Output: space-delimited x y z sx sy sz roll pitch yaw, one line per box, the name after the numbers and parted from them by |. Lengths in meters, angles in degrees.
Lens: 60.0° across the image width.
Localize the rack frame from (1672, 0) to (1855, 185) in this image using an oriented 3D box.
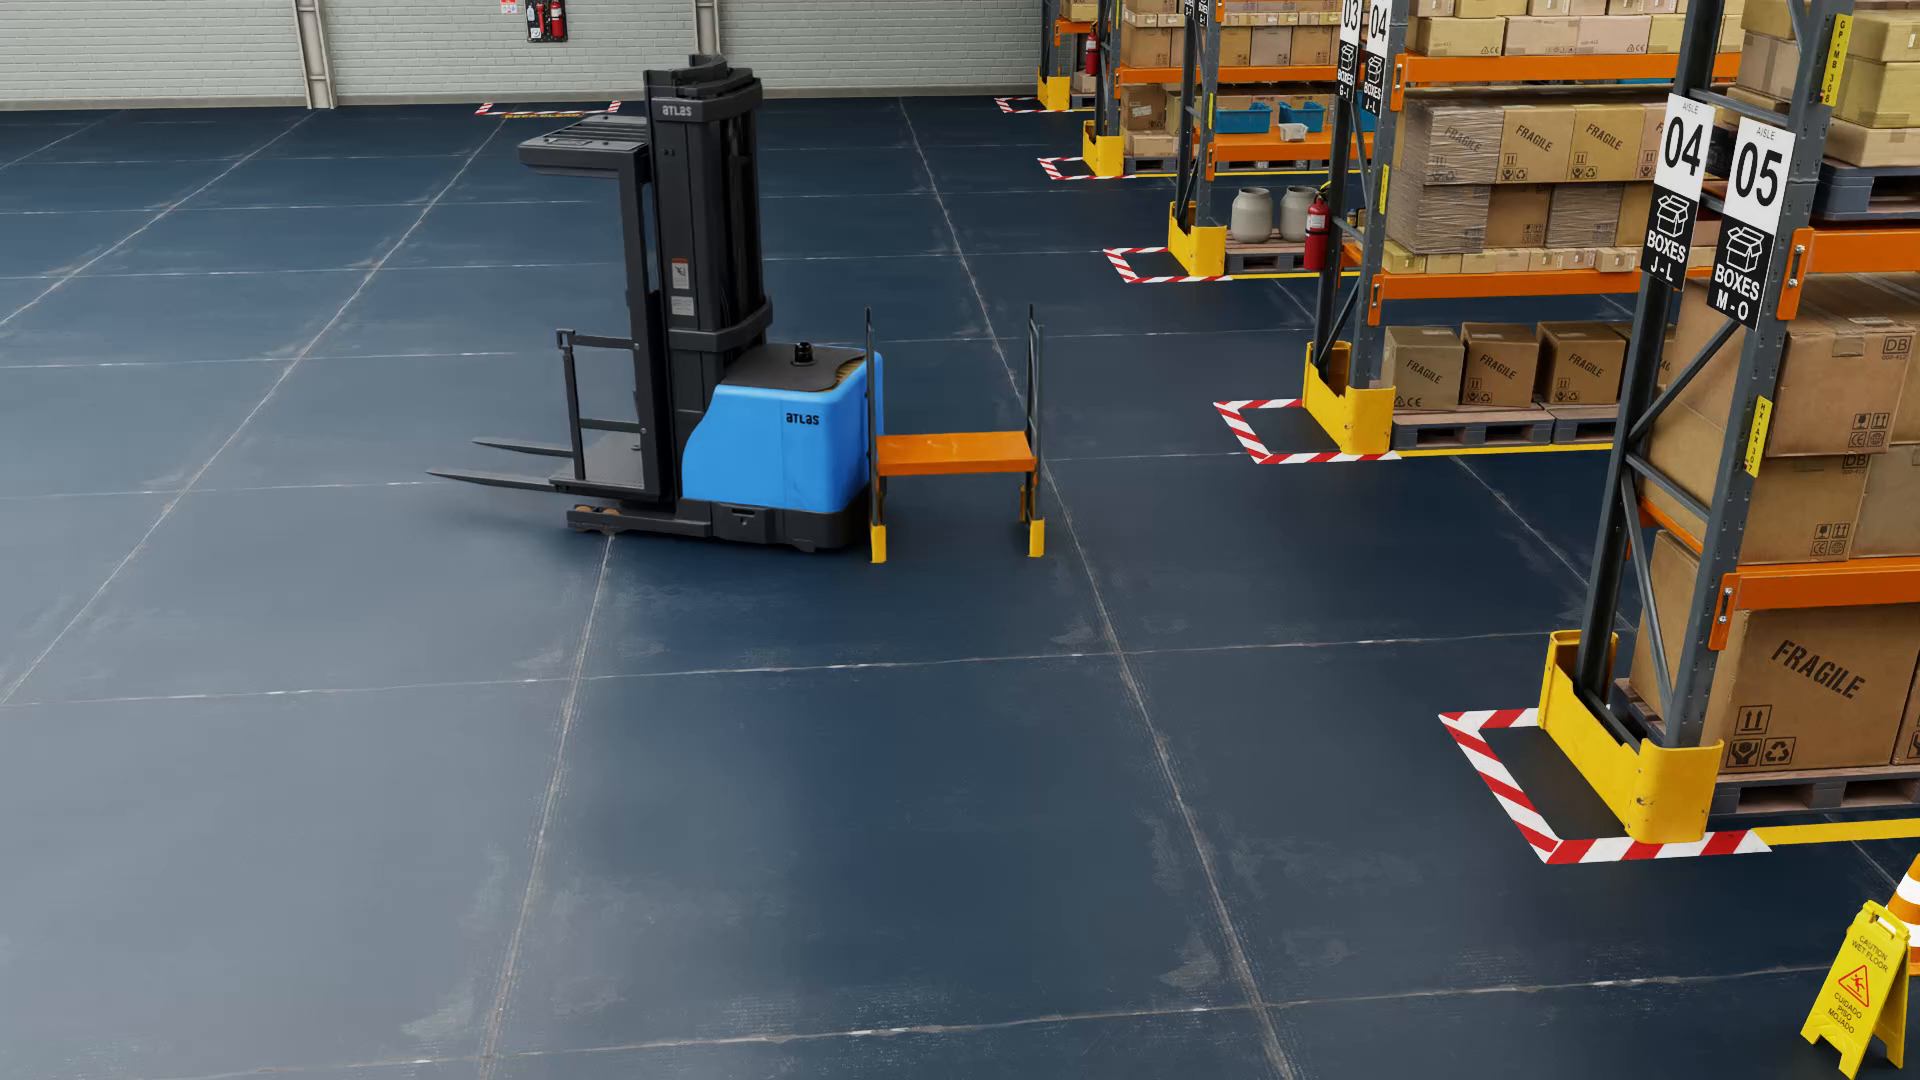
3.238 -2.960 6.330 0.127 3.000 1.000 -2 24 -5 | rack frame

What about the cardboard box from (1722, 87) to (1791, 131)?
3.536 -1.862 7.223 0.250 0.149 0.380 -2 24 -5 | cardboard box

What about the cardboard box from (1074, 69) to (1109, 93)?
2.088 -7.197 26.018 0.500 0.311 0.500 -5 24 -11 | cardboard box

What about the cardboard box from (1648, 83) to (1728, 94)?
5.364 -3.070 12.244 0.500 0.500 0.500 -2 24 -5 | cardboard box

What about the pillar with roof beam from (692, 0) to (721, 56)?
-3.545 -9.373 20.759 0.400 9.000 9.100 -2 24 -5 | pillar with roof beam

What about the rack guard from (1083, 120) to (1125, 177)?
1.858 -5.088 21.582 0.348 0.500 1.175 -2 24 -5 | rack guard

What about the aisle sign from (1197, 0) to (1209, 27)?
2.322 -5.296 15.771 0.004 0.787 0.394 -2 24 -5 | aisle sign

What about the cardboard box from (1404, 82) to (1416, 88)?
7.123 -7.533 26.541 0.500 0.500 0.700 -2 24 -5 | cardboard box

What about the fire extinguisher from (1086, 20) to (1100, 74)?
1.718 -6.379 21.504 0.183 0.674 0.296 -2 24 -5 | fire extinguisher

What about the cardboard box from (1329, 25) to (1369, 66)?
4.897 -6.393 21.317 0.500 0.500 0.700 -3 24 -6 | cardboard box

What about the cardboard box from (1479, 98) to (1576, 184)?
3.924 -2.795 11.624 0.500 0.500 0.500 -2 24 -5 | cardboard box

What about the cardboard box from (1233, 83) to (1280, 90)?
3.877 -5.717 21.863 0.500 0.500 0.500 -2 24 -5 | cardboard box

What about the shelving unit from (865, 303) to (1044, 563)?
-0.033 -0.675 10.423 1.083 1.500 0.587 -2 24 -5 | shelving unit

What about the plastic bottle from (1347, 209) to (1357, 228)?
4.149 -3.402 17.615 0.097 0.201 0.097 0 24 0 | plastic bottle

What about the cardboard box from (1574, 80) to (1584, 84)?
10.097 -7.739 26.598 0.750 0.750 0.750 -3 24 -6 | cardboard box

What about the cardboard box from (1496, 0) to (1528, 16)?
3.655 -3.660 11.293 0.250 0.149 0.380 -3 24 -6 | cardboard box

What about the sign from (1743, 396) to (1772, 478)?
3.287 -0.426 6.851 0.005 0.325 0.100 -2 24 -5 | sign

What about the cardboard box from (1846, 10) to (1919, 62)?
3.602 -1.961 6.463 0.250 0.149 0.380 -2 24 -5 | cardboard box

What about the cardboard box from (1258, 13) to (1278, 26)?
3.823 -6.563 20.902 0.250 0.149 0.380 -2 24 -5 | cardboard box

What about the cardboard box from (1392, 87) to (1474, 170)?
3.374 -2.988 12.058 0.500 0.500 0.500 -2 24 -5 | cardboard box

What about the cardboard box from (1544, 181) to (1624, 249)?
4.389 -2.491 12.171 0.500 0.500 0.875 -2 24 -5 | cardboard box

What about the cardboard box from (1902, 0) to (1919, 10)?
4.044 -2.247 7.106 0.250 0.149 0.380 -2 24 -4 | cardboard box

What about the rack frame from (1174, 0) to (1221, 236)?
2.365 -4.229 16.572 0.127 3.000 1.000 -2 24 -5 | rack frame

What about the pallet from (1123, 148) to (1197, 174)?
2.638 -5.005 21.750 1.213 0.211 1.003 -2 24 -5 | pallet

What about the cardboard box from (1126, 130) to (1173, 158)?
2.437 -5.099 21.396 0.500 0.250 0.500 -2 24 -5 | cardboard box

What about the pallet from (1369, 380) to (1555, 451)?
3.739 -0.974 12.682 1.213 0.211 1.003 -2 24 -5 | pallet

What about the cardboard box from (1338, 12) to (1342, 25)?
4.845 -6.605 20.994 0.250 0.149 0.380 -2 24 -5 | cardboard box

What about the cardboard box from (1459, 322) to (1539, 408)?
4.066 -1.333 12.616 0.500 0.500 0.500 4 24 9 | cardboard box

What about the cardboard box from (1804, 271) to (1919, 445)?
4.150 -0.839 7.430 0.550 0.550 0.875 -2 24 -5 | cardboard box

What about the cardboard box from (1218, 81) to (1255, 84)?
4.343 -7.395 26.229 0.500 0.500 0.500 -4 24 -9 | cardboard box

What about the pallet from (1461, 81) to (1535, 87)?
8.574 -7.248 26.797 1.213 0.211 1.003 -2 24 -5 | pallet

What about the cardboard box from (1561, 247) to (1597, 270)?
4.402 -2.080 12.046 0.250 0.149 0.380 -2 24 -5 | cardboard box

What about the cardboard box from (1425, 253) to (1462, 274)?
3.409 -2.030 11.933 0.250 0.149 0.380 -2 24 -5 | cardboard box

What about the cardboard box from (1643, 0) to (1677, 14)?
4.690 -3.696 11.373 0.250 0.149 0.380 -3 24 -6 | cardboard box

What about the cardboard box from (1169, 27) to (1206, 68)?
2.869 -6.314 21.138 0.500 0.500 0.700 -2 24 -4 | cardboard box

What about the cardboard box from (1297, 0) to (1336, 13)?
4.420 -6.969 21.016 0.500 0.500 0.700 -2 24 -5 | cardboard box

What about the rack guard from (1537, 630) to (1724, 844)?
3.214 0.925 8.054 0.348 0.500 1.175 -2 24 -5 | rack guard

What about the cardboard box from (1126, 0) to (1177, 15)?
2.400 -6.886 20.828 0.500 0.500 0.700 -2 24 -5 | cardboard box

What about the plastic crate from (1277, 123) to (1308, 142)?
3.287 -4.014 16.413 0.250 0.136 0.298 -2 24 -5 | plastic crate

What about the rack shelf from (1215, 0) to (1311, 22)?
4.355 -5.351 16.289 4.000 0.370 1.077 -2 24 -5 | rack shelf

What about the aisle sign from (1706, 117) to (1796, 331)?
3.197 -1.282 6.741 0.004 0.787 0.394 -2 24 -5 | aisle sign

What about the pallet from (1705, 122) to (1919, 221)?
3.976 -1.583 7.033 1.213 0.211 1.003 -2 24 -5 | pallet

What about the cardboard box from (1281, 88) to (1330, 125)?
4.426 -5.526 21.434 0.500 0.500 0.500 -2 24 -5 | cardboard box

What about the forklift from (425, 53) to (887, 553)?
-2.070 -1.571 10.676 3.031 2.935 1.130 6 25 13 | forklift

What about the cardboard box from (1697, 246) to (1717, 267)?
5.398 -2.115 12.125 0.250 0.149 0.380 -2 24 -5 | cardboard box

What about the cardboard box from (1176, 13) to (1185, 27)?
2.804 -6.523 20.812 0.250 0.149 0.380 -2 24 -5 | cardboard box

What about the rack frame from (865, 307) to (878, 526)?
-0.548 -0.657 10.382 0.032 1.500 0.500 -2 24 -5 | rack frame

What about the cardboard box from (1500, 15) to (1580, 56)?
3.869 -3.467 11.349 0.500 0.250 0.500 -3 24 -6 | cardboard box

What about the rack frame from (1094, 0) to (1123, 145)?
1.881 -6.232 21.077 0.127 3.000 1.000 -2 24 -5 | rack frame

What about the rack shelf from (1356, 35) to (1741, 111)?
4.842 -3.349 11.785 4.000 0.370 1.077 -2 24 -5 | rack shelf
